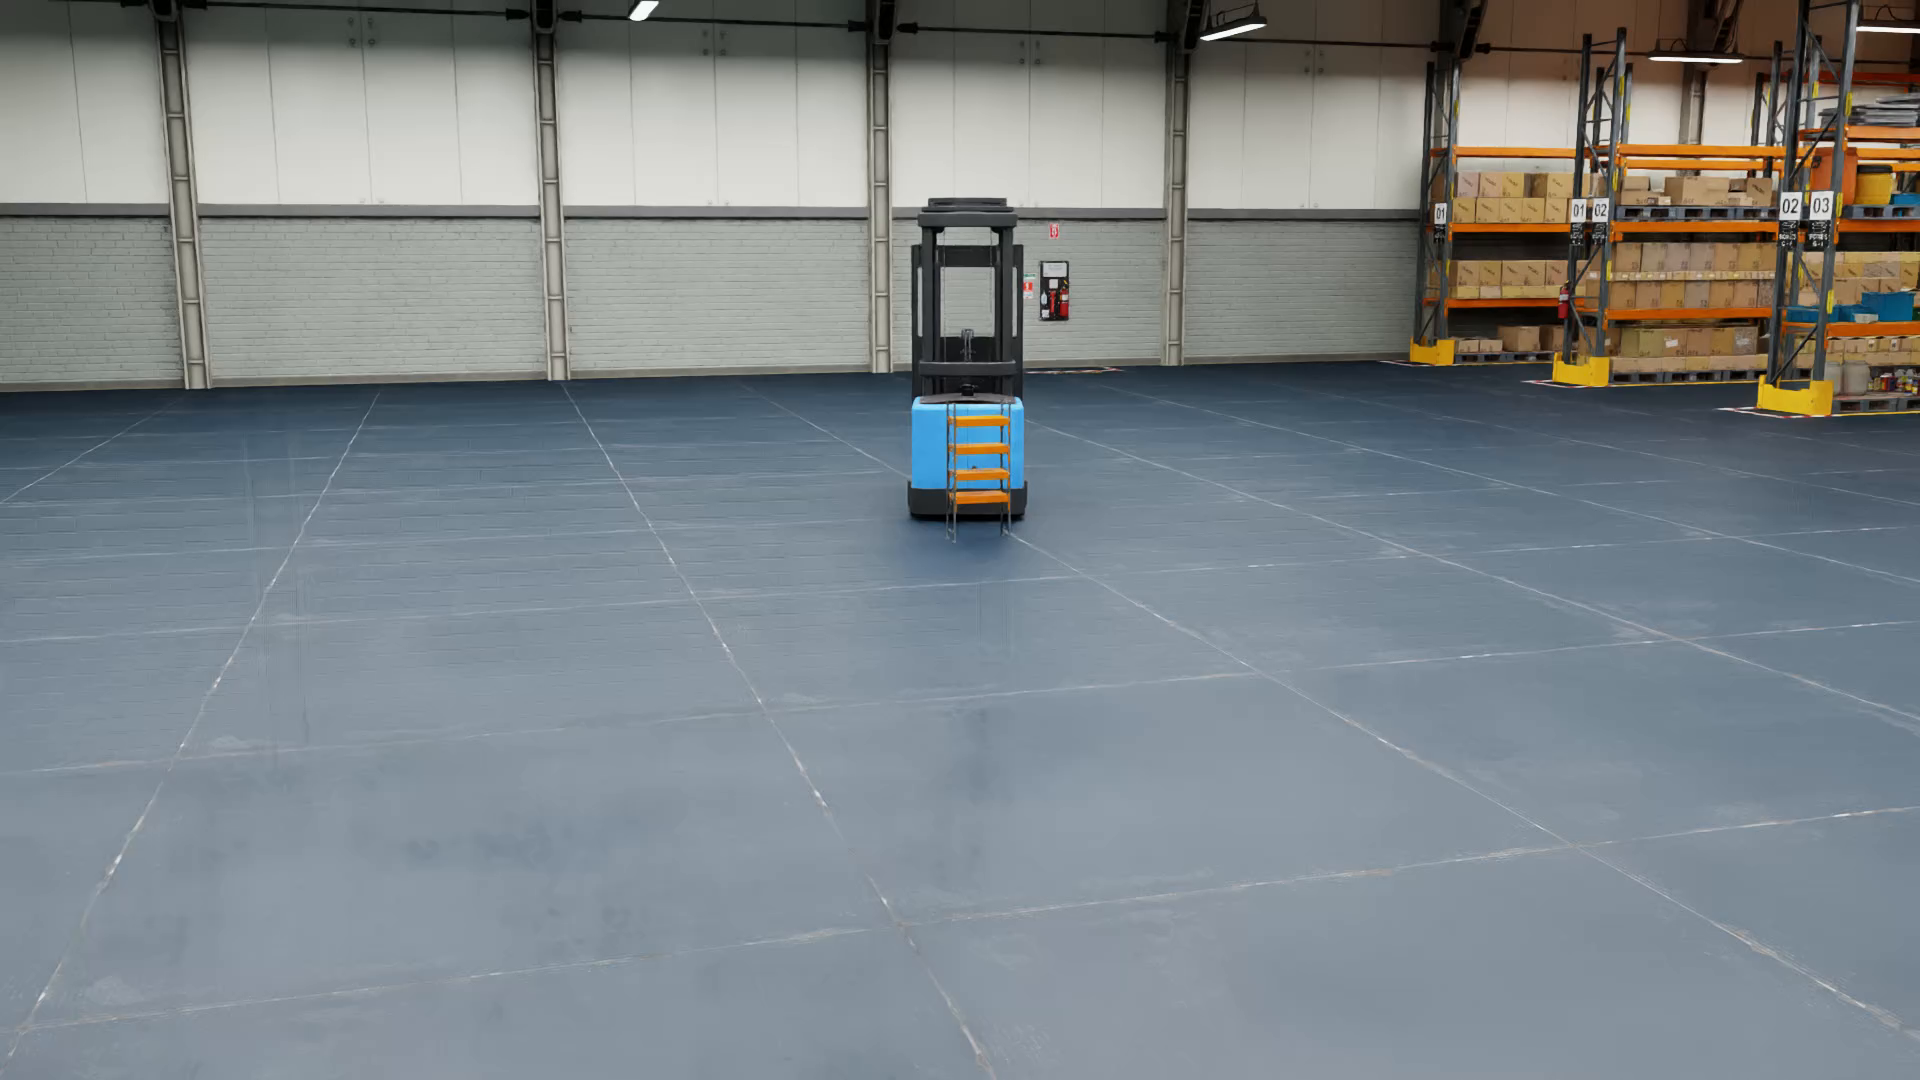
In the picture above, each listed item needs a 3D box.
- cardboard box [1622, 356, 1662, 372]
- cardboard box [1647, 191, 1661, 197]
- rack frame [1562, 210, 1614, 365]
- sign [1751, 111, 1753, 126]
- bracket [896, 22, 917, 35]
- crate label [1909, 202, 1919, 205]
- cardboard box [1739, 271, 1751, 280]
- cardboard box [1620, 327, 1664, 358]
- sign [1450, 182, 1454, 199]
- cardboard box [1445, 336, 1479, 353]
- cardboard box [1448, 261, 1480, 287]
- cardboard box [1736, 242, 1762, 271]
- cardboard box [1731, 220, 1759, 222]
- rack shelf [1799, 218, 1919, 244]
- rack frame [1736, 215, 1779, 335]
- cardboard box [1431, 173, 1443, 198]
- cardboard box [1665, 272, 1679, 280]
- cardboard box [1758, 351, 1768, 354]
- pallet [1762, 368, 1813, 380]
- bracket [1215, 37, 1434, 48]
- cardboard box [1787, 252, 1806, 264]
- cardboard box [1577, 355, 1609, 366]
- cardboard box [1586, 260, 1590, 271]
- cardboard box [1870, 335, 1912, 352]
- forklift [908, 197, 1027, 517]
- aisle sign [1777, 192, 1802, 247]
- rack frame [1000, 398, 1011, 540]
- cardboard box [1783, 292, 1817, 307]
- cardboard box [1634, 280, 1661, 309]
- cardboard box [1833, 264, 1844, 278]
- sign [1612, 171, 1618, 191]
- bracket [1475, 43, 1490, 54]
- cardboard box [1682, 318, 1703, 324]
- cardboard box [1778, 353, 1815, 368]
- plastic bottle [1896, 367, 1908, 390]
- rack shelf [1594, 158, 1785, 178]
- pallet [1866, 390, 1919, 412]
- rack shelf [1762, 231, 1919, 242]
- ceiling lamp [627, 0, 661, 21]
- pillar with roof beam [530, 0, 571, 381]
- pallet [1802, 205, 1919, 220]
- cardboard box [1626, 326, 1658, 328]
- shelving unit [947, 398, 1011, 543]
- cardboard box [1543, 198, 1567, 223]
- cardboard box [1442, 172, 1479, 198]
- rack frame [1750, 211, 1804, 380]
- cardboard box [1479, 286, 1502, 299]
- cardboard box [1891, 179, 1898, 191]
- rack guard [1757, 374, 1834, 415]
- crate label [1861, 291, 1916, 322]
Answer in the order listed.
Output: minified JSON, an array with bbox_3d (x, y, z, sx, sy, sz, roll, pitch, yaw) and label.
[{"bbox_3d":[12.030,-3.113,29.406,0.500,0.250,0.500,-3,11,-16],"label":"cardboard box"},{"bbox_3d":[12.005,-6.025,29.374,0.500,0.250,0.500,-3,11,-16],"label":"cardboard box"},{"bbox_3d":[10.974,-4.244,29.117,0.127,3.000,1.000,-3,11,-16],"label":"rack frame"},{"bbox_3d":[17.108,-9.094,35.874,0.005,0.325,0.100,-3,11,-16],"label":"sign"},{"bbox_3d":[-1.008,-9.364,30.414,0.430,0.232,0.235,-3,11,-16],"label":"bracket"},{"bbox_3d":[14.244,-4.822,24.383,0.408,0.251,0.502,-3,11,-16],"label":"crate label"},{"bbox_3d":[13.872,-4.724,29.658,0.250,0.149,0.380,-3,11,-16],"label":"cardboard box"},{"bbox_3d":[12.030,-3.481,29.337,0.500,0.500,0.500,-3,11,-16],"label":"cardboard box"},{"bbox_3d":[9.737,-6.916,32.931,0.005,0.325,0.100,-3,11,-16],"label":"sign"},{"bbox_3d":[10.275,-4.019,34.103,0.500,0.311,0.500,-4,11,-22],"label":"cardboard box"},{"bbox_3d":[10.128,-5.382,33.585,0.500,0.500,0.500,-3,11,-16],"label":"cardboard box"},{"bbox_3d":[13.905,-5.084,29.822,0.500,0.500,0.700,-3,11,-16],"label":"cardboard box"},{"bbox_3d":[16.651,-6.868,35.275,0.500,0.311,0.500,-3,11,-16],"label":"cardboard box"},{"bbox_3d":[14.275,-4.606,24.782,4.000,0.370,1.077,-3,11,-16],"label":"rack shelf"},{"bbox_3d":[17.267,-5.510,35.993,0.127,3.000,1.000,-3,11,-16],"label":"rack frame"},{"bbox_3d":[9.926,-7.198,33.786,0.500,0.500,0.500,-3,11,-13],"label":"cardboard box"},{"bbox_3d":[12.401,-4.647,29.239,0.250,0.149,0.380,-3,11,-18],"label":"cardboard box"},{"bbox_3d":[15.131,-3.372,30.815,0.500,0.250,0.500,-3,11,-16],"label":"cardboard box"},{"bbox_3d":[15.511,-3.119,30.709,1.213,0.211,1.003,-3,11,-16],"label":"pallet"},{"bbox_3d":[7.226,-9.798,32.772,4.783,0.066,0.076,-3,11,-16],"label":"bracket"},{"bbox_3d":[17.802,-6.064,35.776,0.500,0.250,0.500,-3,11,-15],"label":"cardboard box"},{"bbox_3d":[11.406,-3.177,29.755,0.500,0.250,0.500,-3,11,-16],"label":"cardboard box"},{"bbox_3d":[13.058,-5.535,34.415,0.500,0.500,0.500,-3,11,-16],"label":"cardboard box"},{"bbox_3d":[17.238,-3.657,30.815,0.500,0.311,0.500,-3,11,-16],"label":"cardboard box"},{"bbox_3d":[0.071,-1.878,16.456,1.130,2.935,3.031,0,10,0],"label":"forklift"},{"bbox_3d":[12.202,-4.709,24.464,0.004,0.787,0.394,-3,11,-16],"label":"aisle sign"},{"bbox_3d":[0.393,-0.611,14.352,0.015,1.200,0.240,-3,11,-16],"label":"rack frame"},{"bbox_3d":[15.275,-4.405,30.407,0.500,0.250,0.500,-2,11,-12],"label":"cardboard box"},{"bbox_3d":[11.928,-4.342,29.373,0.500,0.500,0.700,-3,11,-14],"label":"cardboard box"},{"bbox_3d":[18.787,-5.745,36.118,0.500,0.500,0.500,-3,11,-16],"label":"cardboard box"},{"bbox_3d":[11.123,-6.091,28.234,0.005,0.325,0.100,-3,11,-16],"label":"sign"},{"bbox_3d":[10.513,-9.971,33.713,0.430,0.232,0.235,-3,11,-16],"label":"bracket"},{"bbox_3d":[15.533,-4.775,35.621,0.500,0.250,0.500,-3,11,-16],"label":"cardboard box"},{"bbox_3d":[15.271,-3.278,30.305,0.500,0.250,0.500,-3,11,-17],"label":"cardboard box"},{"bbox_3d":[14.536,-2.490,25.688,0.185,0.351,0.144,-3,11,-14],"label":"plastic bottle"},{"bbox_3d":[15.346,-7.809,35.001,4.000,0.370,1.077,-3,11,-16],"label":"rack shelf"},{"bbox_3d":[14.365,-2.125,25.307,1.213,0.211,1.003,-3,11,-16],"label":"pallet"},{"bbox_3d":[16.734,-5.669,30.560,4.000,0.370,1.077,-3,11,-16],"label":"rack shelf"},{"bbox_3d":[-4.945,-9.388,24.367,0.800,3.185,2.000,-3,11,-16],"label":"ceiling lamp"},{"bbox_3d":[-6.064,-6.582,25.247,0.548,9.000,9.100,-3,11,-16],"label":"pillar with roof beam"},{"bbox_3d":[13.176,-4.790,24.319,1.213,0.211,1.003,-3,11,-16],"label":"pallet"},{"bbox_3d":[12.361,-3.599,29.977,0.500,0.500,0.500,-3,11,-16],"label":"cardboard box"},{"bbox_3d":[0.159,-0.598,14.285,0.503,1.200,0.258,-3,11,-16],"label":"shelving unit"},{"bbox_3d":[12.000,-6.715,33.924,0.500,0.500,0.500,-3,11,-18],"label":"cardboard box"},{"bbox_3d":[10.023,-7.108,33.297,0.500,0.500,0.500,-4,11,-20],"label":"cardboard box"},{"bbox_3d":[14.814,-4.447,30.217,0.127,3.000,1.000,-3,11,-16],"label":"rack frame"},{"bbox_3d":[10.637,-5.039,33.796,0.500,0.250,0.500,-3,11,-18],"label":"cardboard box"},{"bbox_3d":[20.226,-7.800,36.586,0.500,0.250,0.500,-2,11,-12],"label":"cardboard box"},{"bbox_3d":[12.414,-2.166,24.730,0.348,0.500,1.175,-3,11,-16],"label":"rack guard"},{"bbox_3d":[14.046,-3.540,25.197,0.616,0.435,0.502,-3,11,-16],"label":"crate label"}]
